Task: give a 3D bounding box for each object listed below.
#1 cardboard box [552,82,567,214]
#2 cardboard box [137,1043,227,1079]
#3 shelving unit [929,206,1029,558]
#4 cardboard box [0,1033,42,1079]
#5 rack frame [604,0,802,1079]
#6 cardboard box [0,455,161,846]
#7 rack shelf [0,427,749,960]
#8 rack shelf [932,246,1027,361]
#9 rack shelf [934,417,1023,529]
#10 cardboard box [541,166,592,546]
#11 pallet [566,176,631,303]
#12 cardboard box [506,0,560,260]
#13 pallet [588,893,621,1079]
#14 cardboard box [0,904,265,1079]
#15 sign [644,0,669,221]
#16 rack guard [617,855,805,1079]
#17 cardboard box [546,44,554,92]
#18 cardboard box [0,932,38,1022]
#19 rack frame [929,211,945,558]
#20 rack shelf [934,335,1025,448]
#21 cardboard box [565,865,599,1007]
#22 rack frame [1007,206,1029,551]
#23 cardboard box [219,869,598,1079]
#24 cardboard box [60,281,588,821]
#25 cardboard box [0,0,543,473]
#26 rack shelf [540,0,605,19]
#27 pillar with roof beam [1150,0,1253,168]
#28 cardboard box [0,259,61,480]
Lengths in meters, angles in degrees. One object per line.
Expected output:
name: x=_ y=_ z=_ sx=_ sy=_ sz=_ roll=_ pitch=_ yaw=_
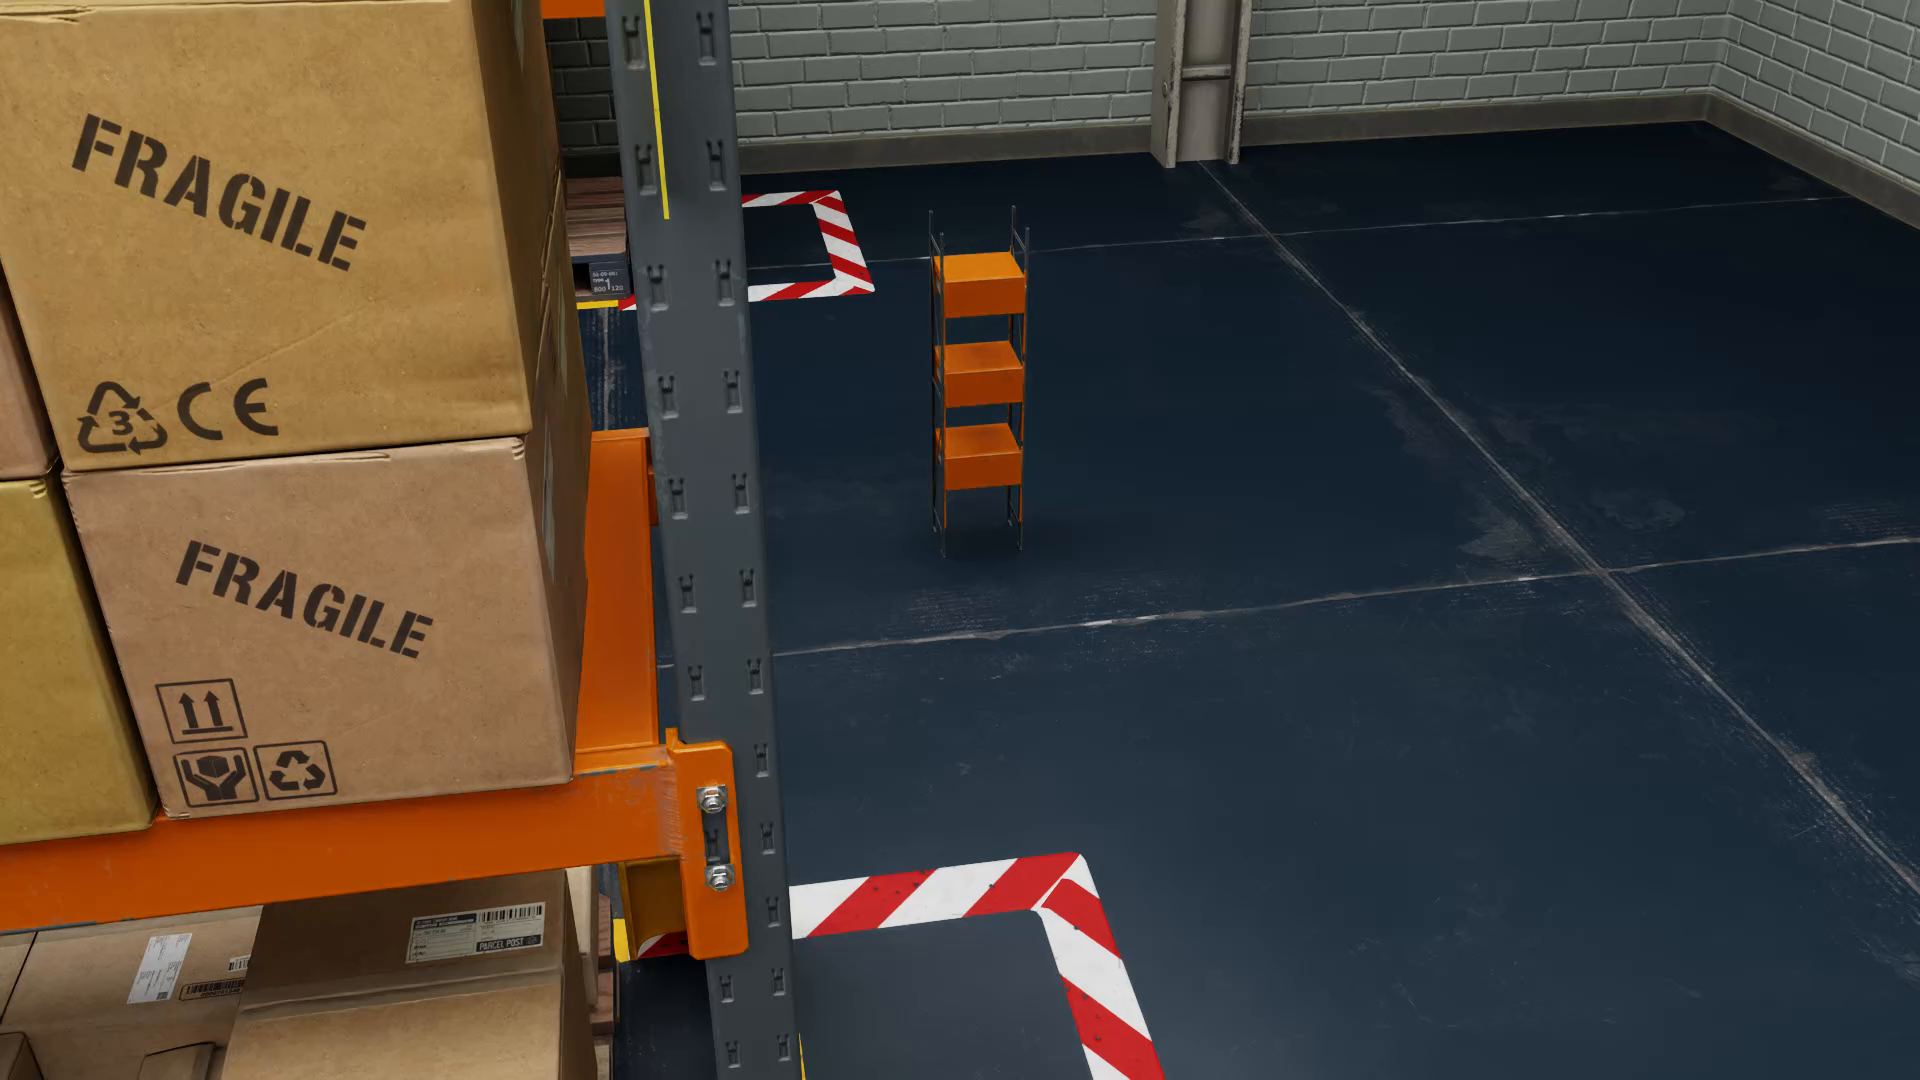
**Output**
cardboard box: x=-1.958 y=-1.596 z=7.057 sx=0.500 sy=0.500 sz=0.700 roll=-5 pitch=31 yaw=-9
cardboard box: x=-1.297 y=1.059 z=2.851 sx=0.250 sy=0.166 sz=0.380 roll=-5 pitch=31 yaw=-9
shelving unit: x=0.053 y=-0.457 z=4.992 sx=0.252 sy=1.050 sz=0.215 roll=-5 pitch=31 yaw=-9
cardboard box: x=-1.822 y=1.103 z=2.694 sx=0.500 sy=0.250 sz=0.500 roll=-5 pitch=31 yaw=-9
rack frame: x=-0.392 y=-0.137 z=2.524 sx=0.127 sy=3.000 sz=1.000 roll=-5 pitch=31 yaw=-9
cardboard box: x=-1.293 y=0.045 z=2.115 sx=0.500 sy=0.500 sz=0.500 roll=-5 pitch=31 yaw=-8
rack shelf: x=-2.359 y=0.356 z=2.396 sx=4.000 sy=0.370 sz=1.077 roll=-5 pitch=31 yaw=-9
rack shelf: x=0.053 y=-0.693 z=4.854 sx=0.240 sy=0.259 sz=0.215 roll=-5 pitch=31 yaw=-9
rack shelf: x=0.053 y=-0.209 z=5.138 sx=0.240 sy=0.259 sz=0.215 roll=-5 pitch=31 yaw=-9
cardboard box: x=-0.876 y=-0.271 z=2.653 sx=0.500 sy=0.500 sz=0.500 roll=-5 pitch=31 yaw=-8
pallet: x=-2.060 y=-1.292 z=7.240 sx=1.213 sy=0.211 sz=1.003 roll=-5 pitch=31 yaw=-9
cardboard box: x=-0.876 y=-0.702 z=2.400 sx=0.500 sy=0.500 sz=0.500 roll=-4 pitch=31 yaw=-7
pallet: x=-1.250 y=1.145 z=3.094 sx=1.213 sy=0.211 sz=1.003 roll=-5 pitch=31 yaw=-9
cardboard box: x=-1.469 y=0.812 z=3.188 sx=0.500 sy=0.250 sz=0.500 roll=-5 pitch=31 yaw=-9
sign: x=-0.311 y=-0.494 z=1.677 sx=0.005 sy=0.325 sz=0.100 roll=-5 pitch=31 yaw=-9
rack guard: x=-0.466 y=0.947 z=3.146 sx=0.348 sy=0.500 sz=1.175 roll=-5 pitch=31 yaw=-9
cardboard box: x=-1.871 y=-1.987 z=7.082 sx=0.250 sy=0.149 sz=0.380 roll=-5 pitch=31 yaw=-9
cardboard box: x=-1.961 y=0.858 z=3.110 sx=0.500 sy=0.250 sz=0.500 roll=-5 pitch=31 yaw=-9
rack frame: x=-0.067 y=-0.446 z=4.973 sx=0.008 sy=1.050 sz=0.200 roll=-5 pitch=31 yaw=-9
rack shelf: x=0.053 y=-0.448 z=4.998 sx=0.240 sy=0.259 sz=0.215 roll=-5 pitch=31 yaw=-9
cardboard box: x=-0.865 y=0.769 z=3.361 sx=0.250 sy=0.149 sz=0.380 roll=-5 pitch=31 yaw=-9
rack frame: x=0.173 y=-0.469 z=5.011 sx=0.008 sy=1.050 sz=0.200 roll=-5 pitch=31 yaw=-9
cardboard box: x=-0.882 y=0.923 z=2.753 sx=0.500 sy=0.500 sz=0.500 roll=-5 pitch=31 yaw=-9
cardboard box: x=-0.783 y=-0.004 z=2.198 sx=0.500 sy=0.500 sz=0.500 roll=-4 pitch=31 yaw=-7
cardboard box: x=-0.780 y=-0.433 z=1.943 sx=0.500 sy=0.500 sz=0.500 roll=-6 pitch=31 yaw=-9
rack shelf: x=-3.255 y=-2.114 z=6.595 sx=4.000 sy=0.370 sz=1.077 roll=-5 pitch=31 yaw=-9
pillar with roof beam: x=1.988 y=-3.724 z=2.705 sx=0.400 sy=9.000 sz=9.100 roll=-5 pitch=31 yaw=-9
cardboard box: x=-1.277 y=-0.387 z=1.864 sx=0.500 sy=0.500 sz=0.500 roll=-4 pitch=31 yaw=-8
